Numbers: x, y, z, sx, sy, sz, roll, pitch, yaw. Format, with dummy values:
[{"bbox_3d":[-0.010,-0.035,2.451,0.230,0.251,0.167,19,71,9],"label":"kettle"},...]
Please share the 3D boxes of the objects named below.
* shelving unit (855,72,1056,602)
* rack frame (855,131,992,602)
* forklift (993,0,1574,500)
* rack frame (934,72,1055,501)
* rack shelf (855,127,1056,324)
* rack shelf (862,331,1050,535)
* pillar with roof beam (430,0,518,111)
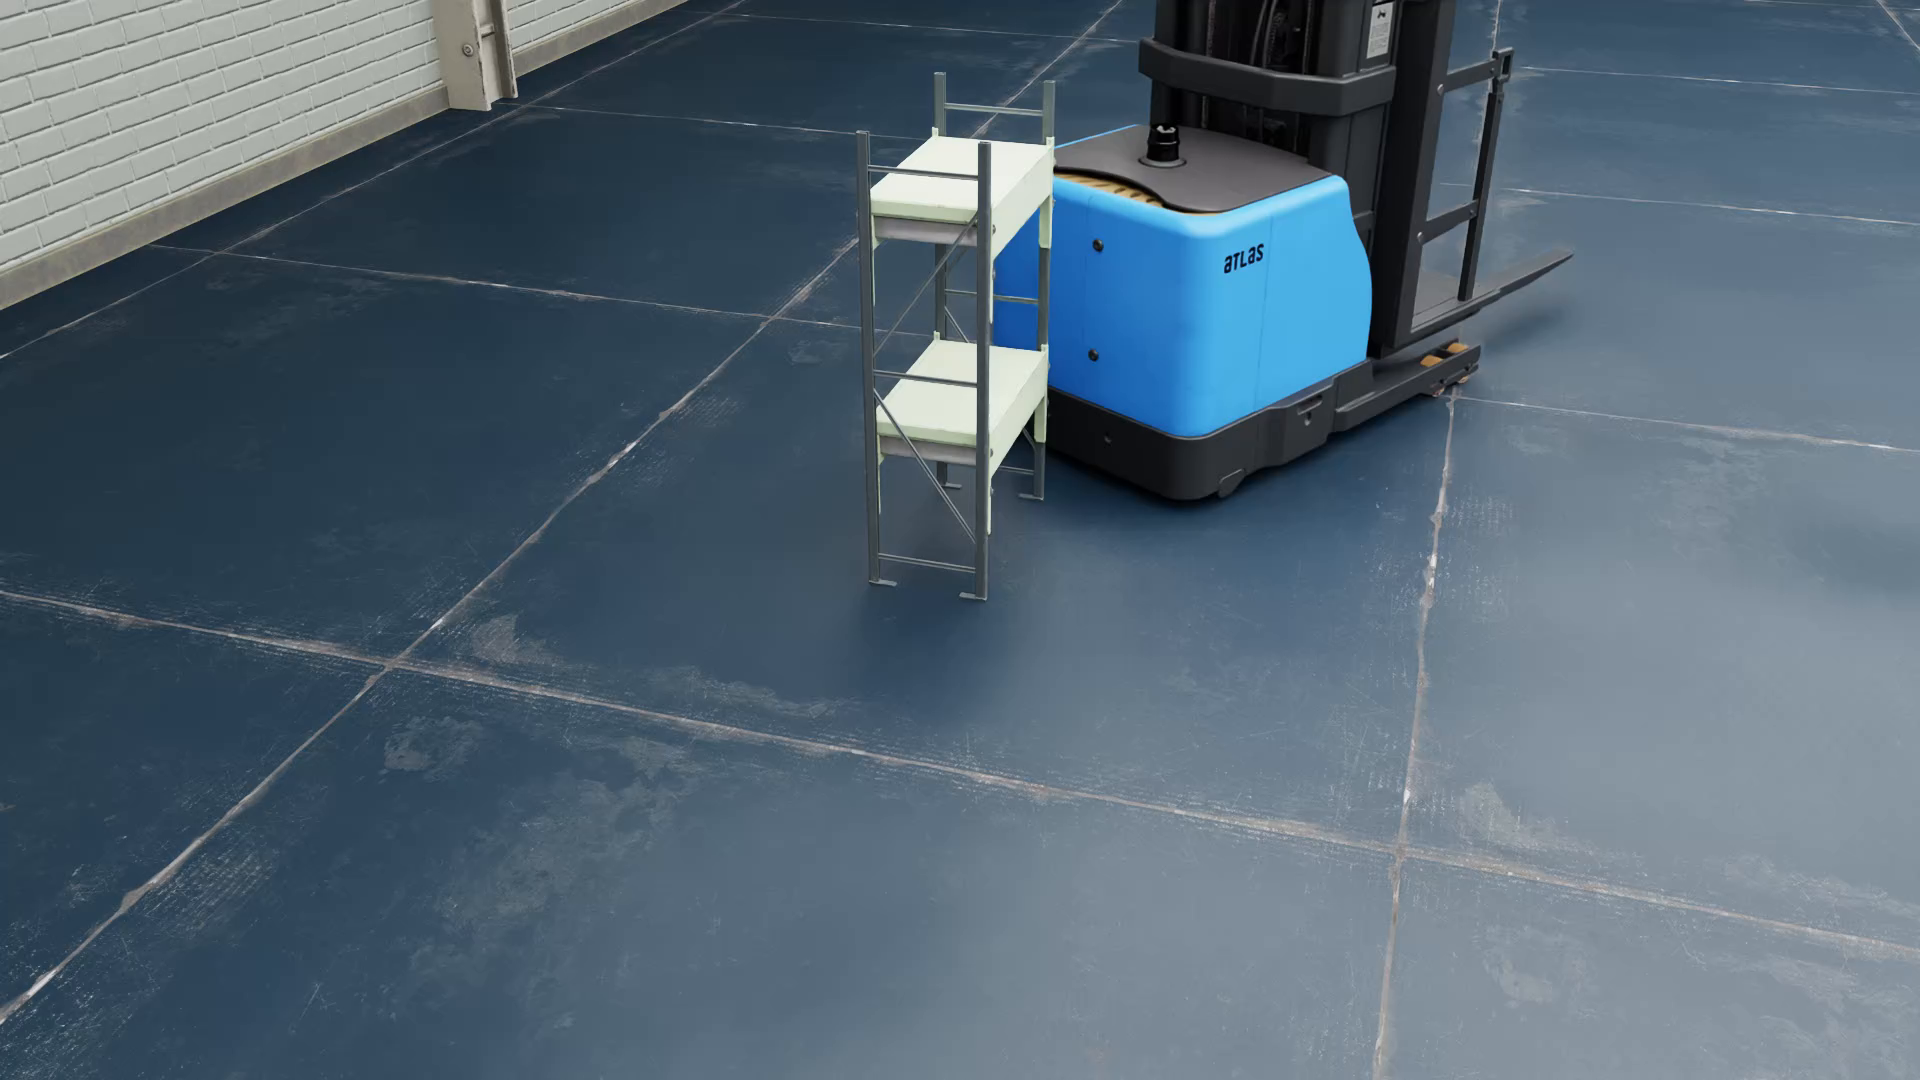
[{"bbox_3d":[0.002,-0.659,5.391,0.431,1.500,0.755,8,30,15],"label":"shelving unit"},{"bbox_3d":[-0.105,-0.488,5.085,0.400,1.500,0.023,8,30,15],"label":"rack frame"},{"bbox_3d":[1.521,-2.029,6.383,3.031,2.935,1.130,-25,38,-37],"label":"forklift"},{"bbox_3d":[0.109,-0.829,5.697,0.400,1.500,0.023,8,30,15],"label":"rack frame"},{"bbox_3d":[0.002,-1.000,5.201,0.431,0.370,0.720,8,30,15],"label":"rack shelf"},{"bbox_3d":[0.002,-0.374,5.549,0.431,0.370,0.720,8,30,15],"label":"rack shelf"},{"bbox_3d":[0.977,-6.198,7.635,9.100,9.000,0.400,8,30,15],"label":"pillar with roof beam"}]
